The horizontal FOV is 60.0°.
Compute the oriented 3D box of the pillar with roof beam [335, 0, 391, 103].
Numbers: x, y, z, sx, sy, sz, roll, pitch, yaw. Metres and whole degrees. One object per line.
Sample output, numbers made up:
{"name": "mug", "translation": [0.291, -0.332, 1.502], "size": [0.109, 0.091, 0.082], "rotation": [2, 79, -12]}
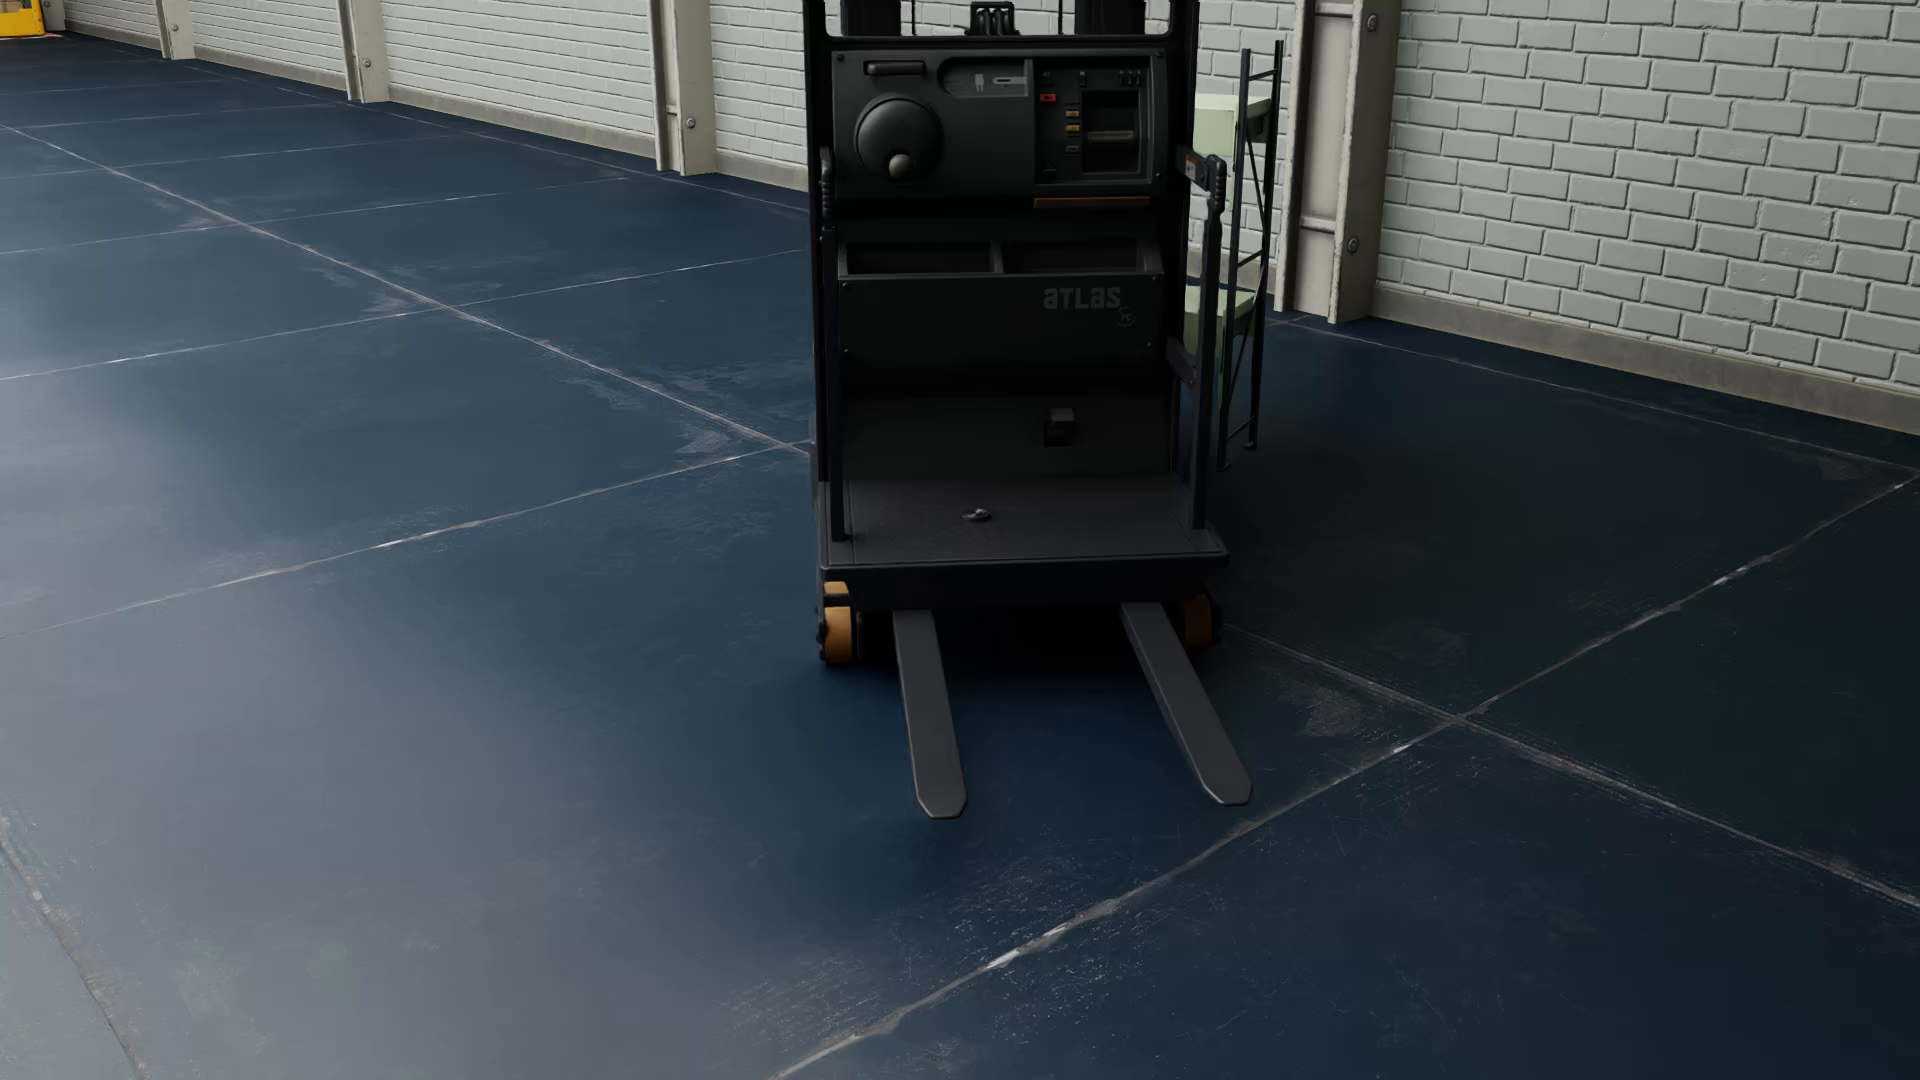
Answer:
{"name": "pillar with roof beam", "translation": [-9.252, -7.637, 12.644], "size": [9.100, 9.000, 0.400], "rotation": [-17, 27, -37]}

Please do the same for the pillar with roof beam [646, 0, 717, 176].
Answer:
{"name": "pillar with roof beam", "translation": [-5.336, -5.979, 8.411], "size": [9.100, 9.000, 0.400], "rotation": [-17, 27, -37]}

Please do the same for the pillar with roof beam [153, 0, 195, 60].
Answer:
{"name": "pillar with roof beam", "translation": [-13.169, -9.295, 16.876], "size": [9.100, 9.000, 0.400], "rotation": [-17, 27, -37]}

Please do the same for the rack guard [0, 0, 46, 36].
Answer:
{"name": "rack guard", "translation": [-14.036, -7.606, 24.219], "size": [1.175, 0.500, 0.348], "rotation": [-17, 27, -37]}

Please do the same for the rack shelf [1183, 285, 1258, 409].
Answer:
{"name": "rack shelf", "translation": [0.724, -0.773, 6.295], "size": [0.720, 0.370, 0.431], "rotation": [11, 24, 26]}

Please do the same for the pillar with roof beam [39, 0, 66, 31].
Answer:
{"name": "pillar with roof beam", "translation": [-17.085, -10.952, 21.108], "size": [9.100, 9.000, 0.400], "rotation": [-17, 27, -37]}

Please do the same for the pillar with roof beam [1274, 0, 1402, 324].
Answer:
{"name": "pillar with roof beam", "translation": [-1.419, -4.322, 4.179], "size": [9.100, 9.000, 0.400], "rotation": [-17, 27, -37]}

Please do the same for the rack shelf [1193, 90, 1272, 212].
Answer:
{"name": "rack shelf", "translation": [0.724, -1.440, 6.034], "size": [0.720, 0.370, 0.431], "rotation": [11, 24, 26]}

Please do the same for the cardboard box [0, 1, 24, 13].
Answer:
{"name": "cardboard box", "translation": [-14.224, -7.874, 24.670], "size": [0.500, 0.250, 0.500], "rotation": [-17, 27, -37]}

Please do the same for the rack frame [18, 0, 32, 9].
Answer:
{"name": "rack frame", "translation": [-14.052, -8.777, 23.780], "size": [1.000, 3.000, 0.127], "rotation": [-17, 27, -37]}

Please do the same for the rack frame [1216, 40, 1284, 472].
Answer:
{"name": "rack frame", "translation": [1.048, -1.015, 6.018], "size": [0.023, 1.500, 0.400], "rotation": [11, 24, 26]}

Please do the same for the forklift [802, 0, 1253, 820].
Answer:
{"name": "forklift", "translation": [0.135, -1.147, 4.394], "size": [1.130, 2.935, 3.031], "rotation": [-2, 21, -5]}

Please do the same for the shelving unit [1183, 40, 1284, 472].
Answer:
{"name": "shelving unit", "translation": [0.724, -1.077, 6.177], "size": [0.755, 1.500, 0.431], "rotation": [11, 24, 26]}
